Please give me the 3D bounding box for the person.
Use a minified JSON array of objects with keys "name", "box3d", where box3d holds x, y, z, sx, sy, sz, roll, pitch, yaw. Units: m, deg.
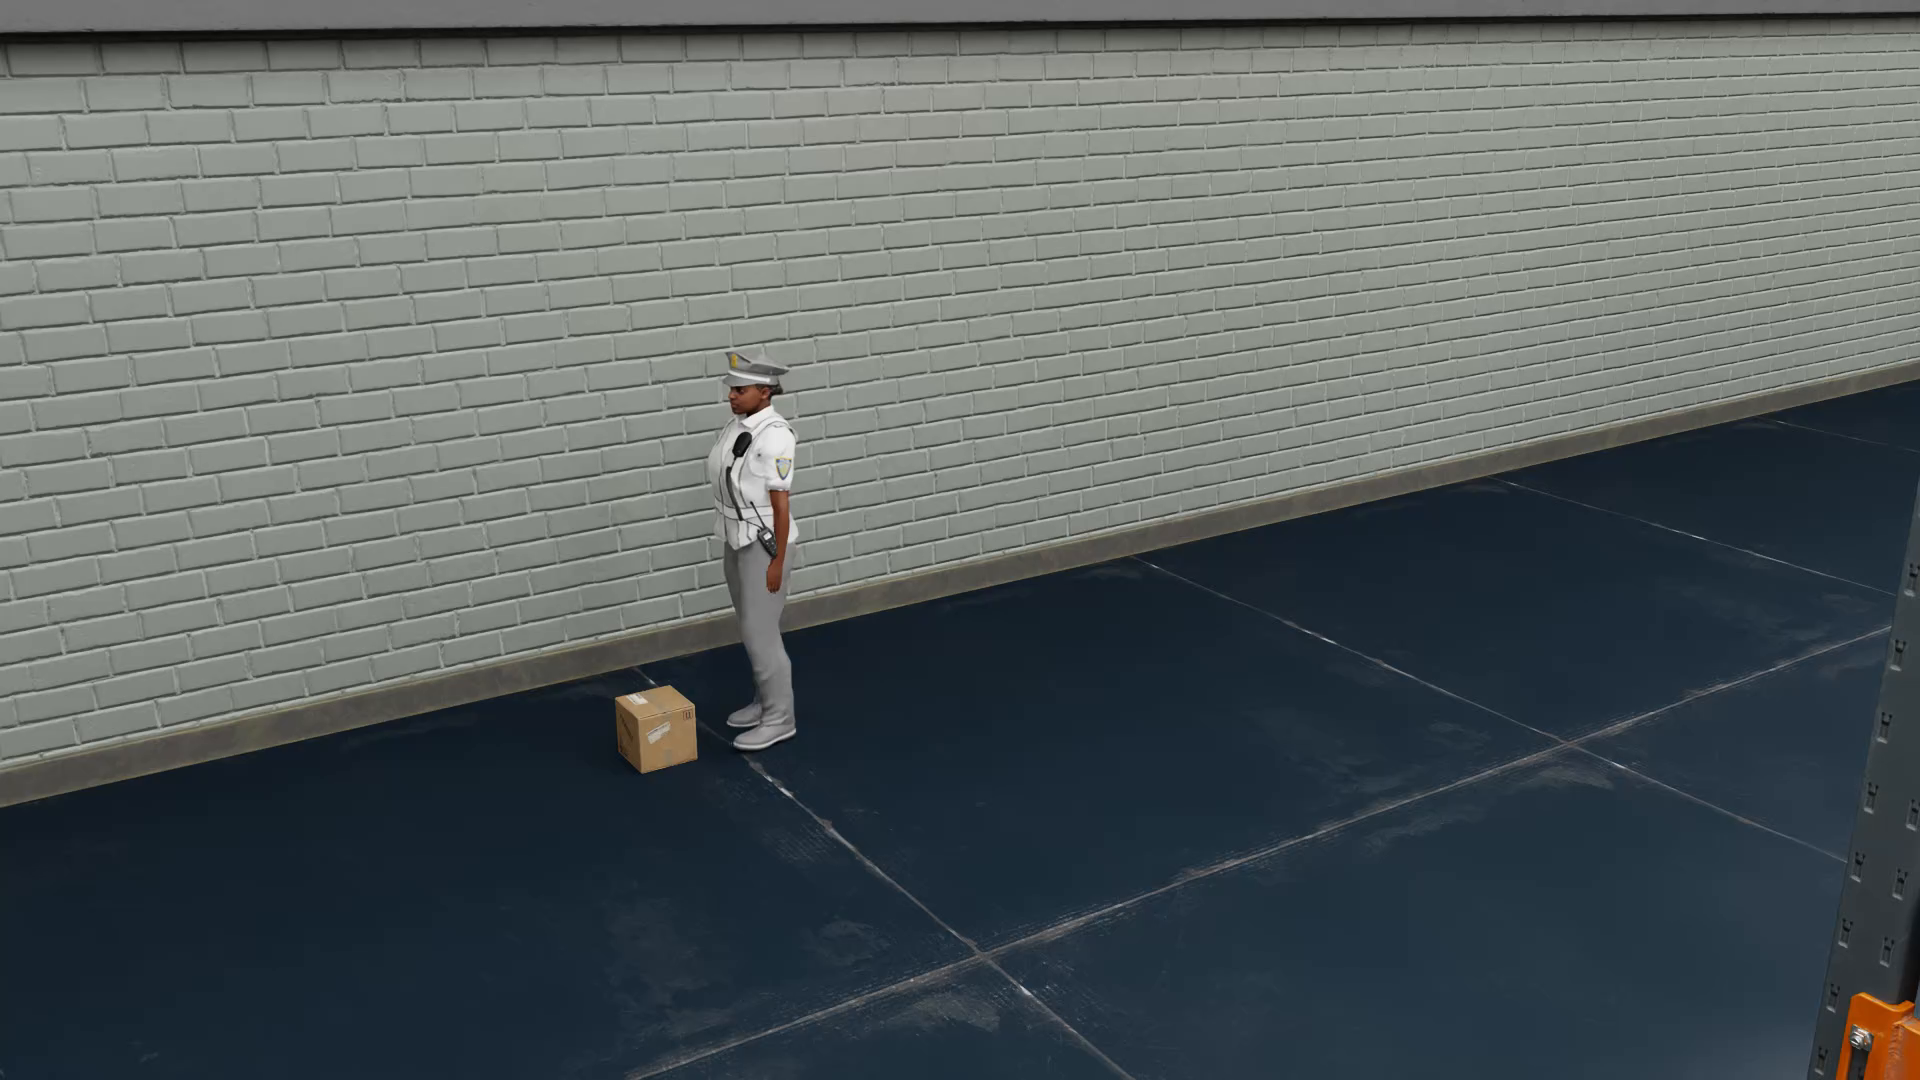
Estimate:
[{"name":"person","box3d":[-0.854,0.036,6.934,0.376,1.687,0.436,-11,21,-30]}]
